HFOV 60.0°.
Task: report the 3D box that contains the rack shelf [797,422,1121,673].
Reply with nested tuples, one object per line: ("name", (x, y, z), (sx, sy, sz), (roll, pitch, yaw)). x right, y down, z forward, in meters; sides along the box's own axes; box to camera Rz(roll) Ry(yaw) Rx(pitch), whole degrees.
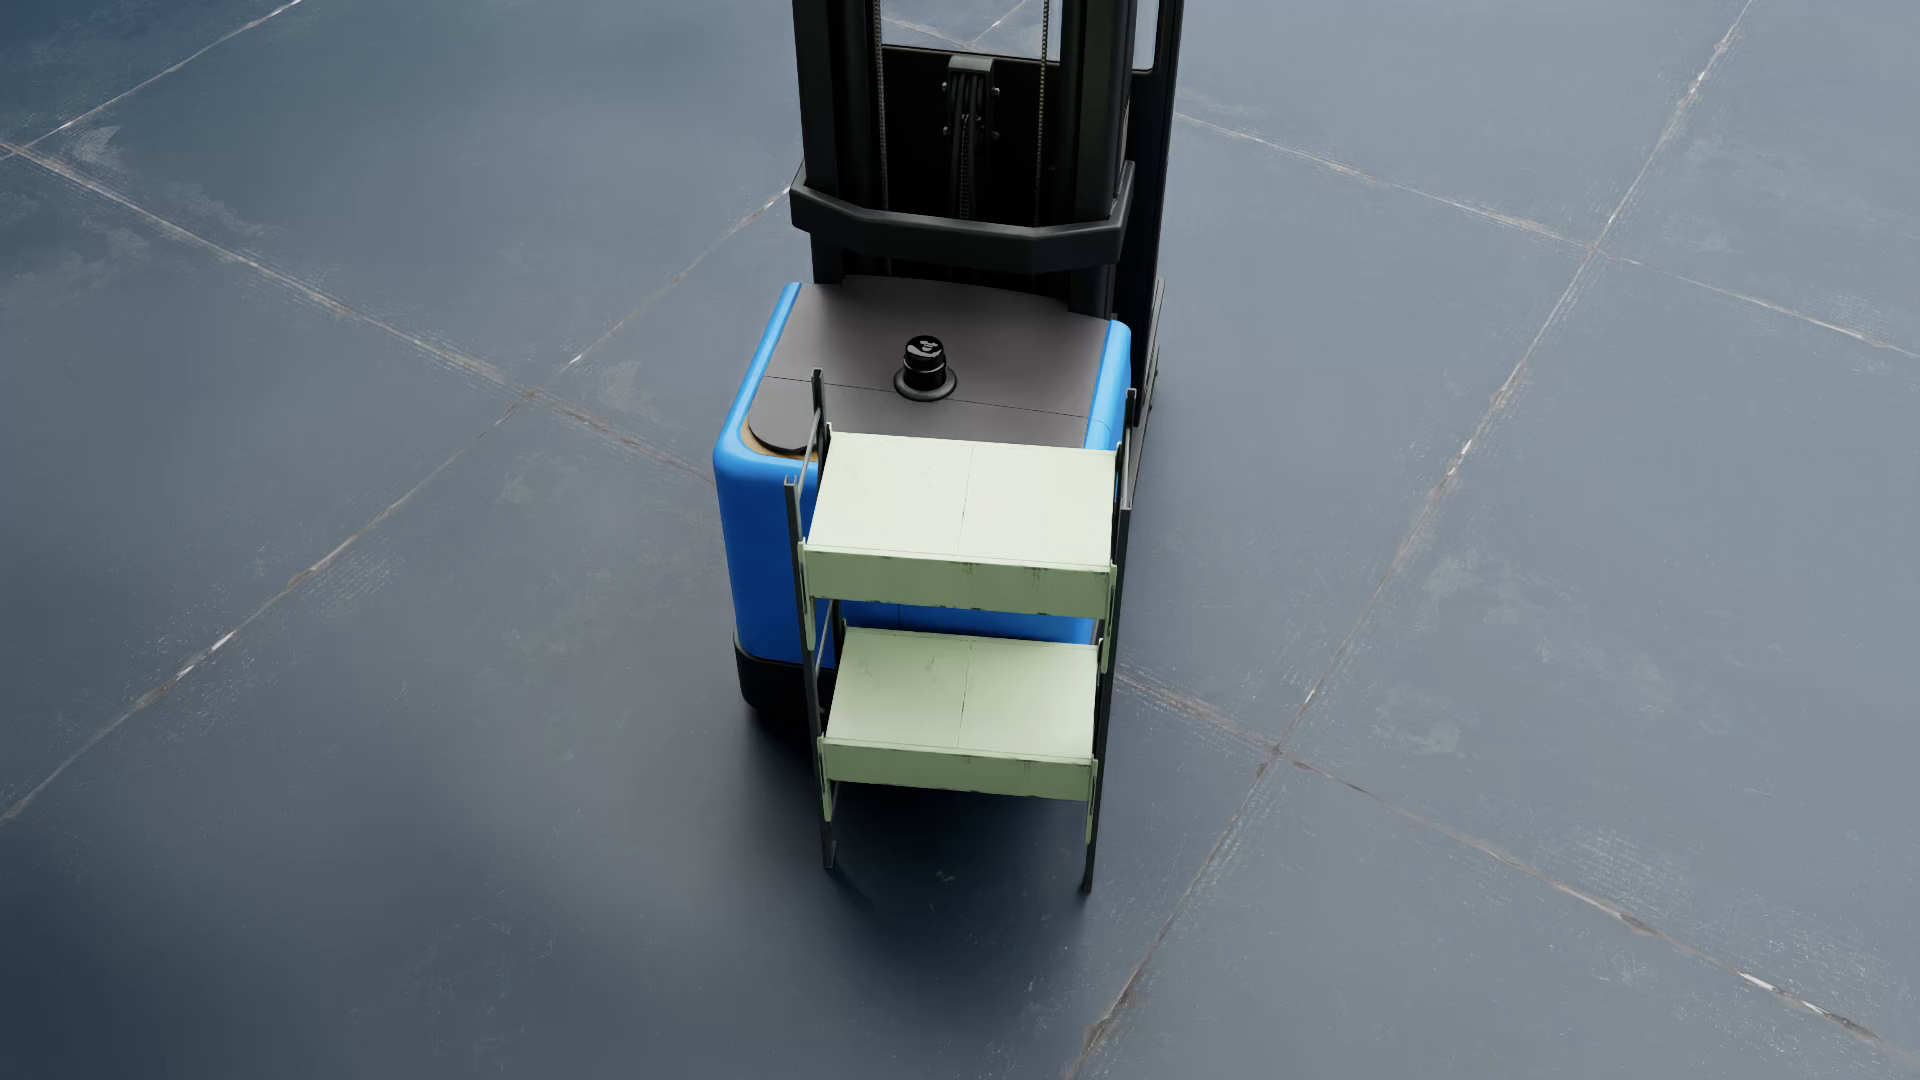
("rack shelf", (0.012, 0.016, 3.988), (0.720, 0.370, 0.431), (4, 46, 4))

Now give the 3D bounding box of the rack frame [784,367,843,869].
("rack frame", (-0.352, 0.261, 4.293), (0.023, 1.500, 0.400), (4, 46, 4))

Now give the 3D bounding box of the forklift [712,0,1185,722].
("forklift", (0.120, -1.462, 4.970), (1.130, 2.935, 3.031), (8, 46, 8))

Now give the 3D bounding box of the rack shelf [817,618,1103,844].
("rack shelf", (0.012, 0.515, 4.502), (0.720, 0.370, 0.431), (4, 46, 4))

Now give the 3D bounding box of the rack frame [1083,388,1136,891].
("rack frame", (0.376, 0.315, 4.242), (0.023, 1.500, 0.400), (4, 46, 4))

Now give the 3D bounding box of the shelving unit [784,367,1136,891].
("shelving unit", (0.012, 0.288, 4.268), (0.755, 1.500, 0.431), (4, 46, 4))
